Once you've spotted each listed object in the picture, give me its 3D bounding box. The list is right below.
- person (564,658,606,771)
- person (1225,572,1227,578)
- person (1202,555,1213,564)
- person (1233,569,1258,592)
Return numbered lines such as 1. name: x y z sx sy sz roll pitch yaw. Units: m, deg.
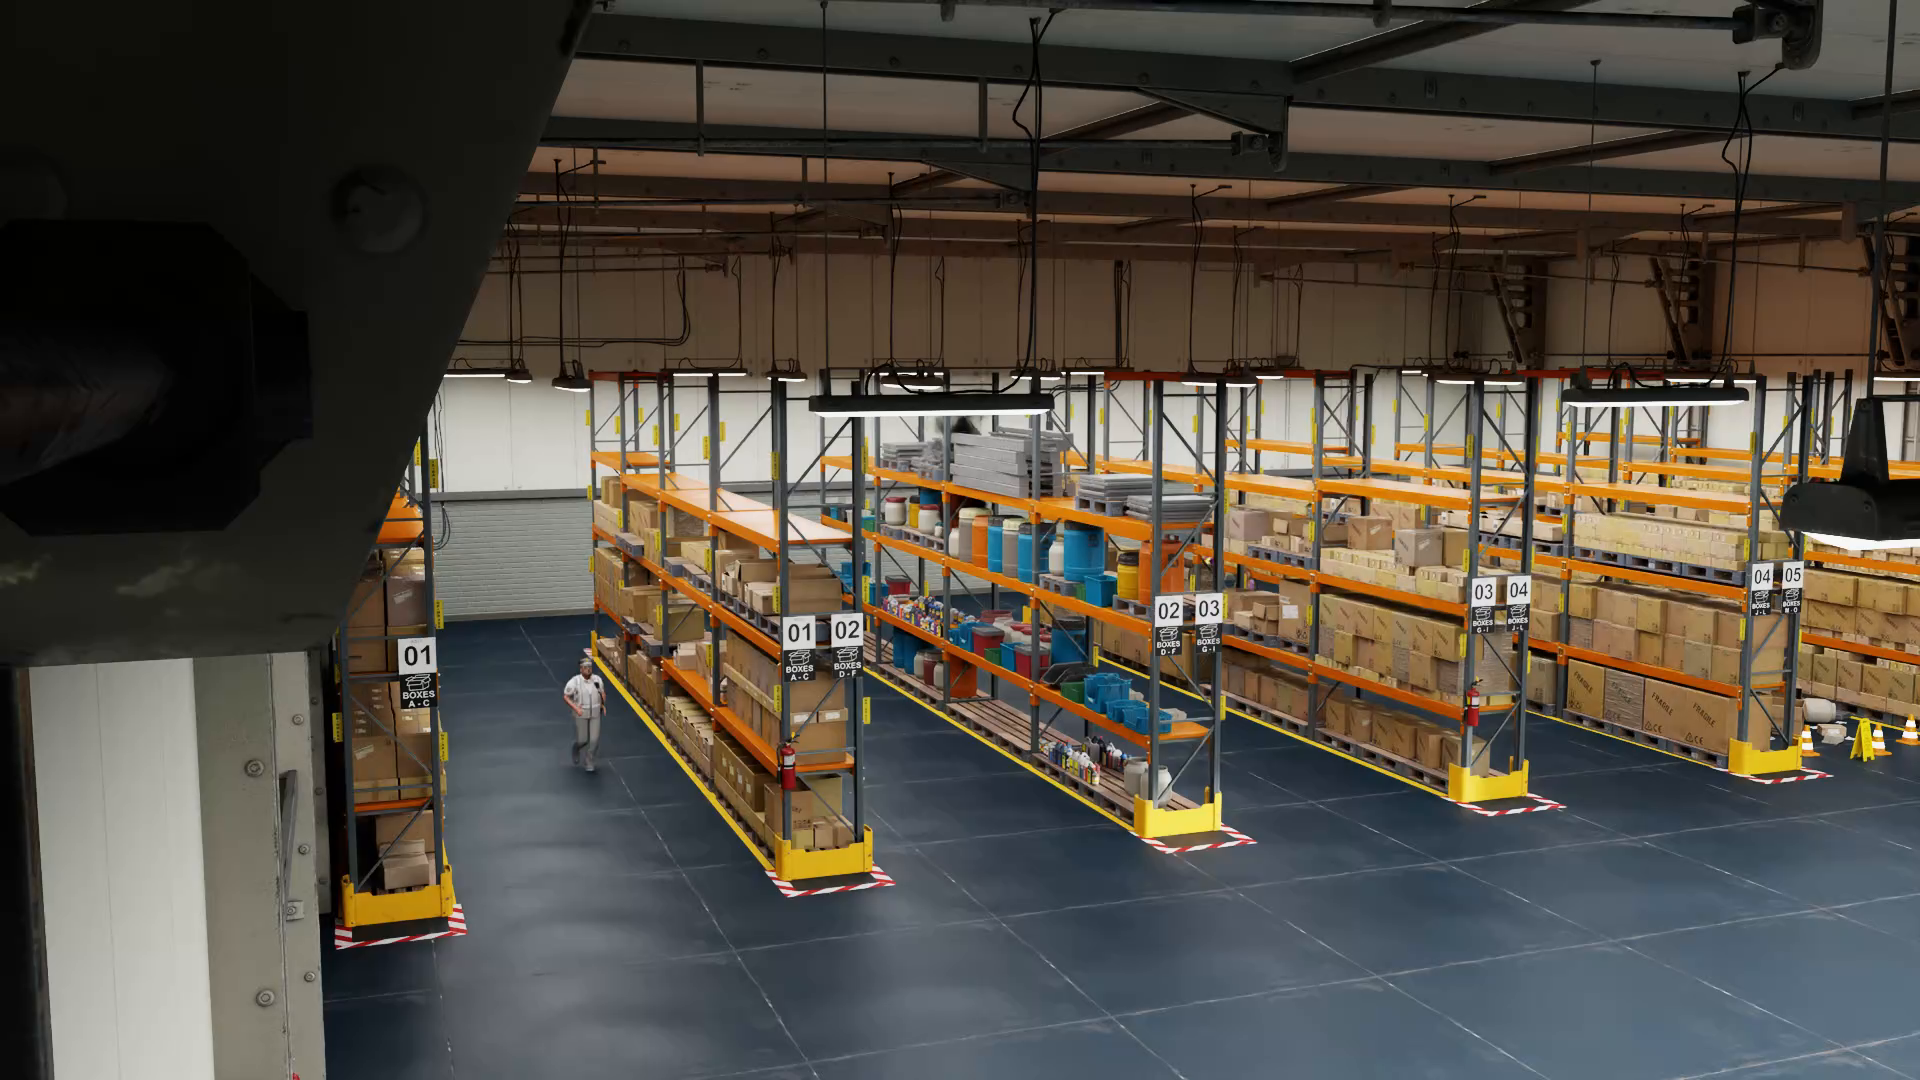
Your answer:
1. person: -5.702 2.641 25.367 0.649 1.732 0.595 -4 7 -31
2. person: 6.545 0.885 41.496 0.806 1.631 0.653 -1 6 -9
3. person: 6.075 0.889 41.072 0.604 1.734 0.702 -5 8 -40
4. person: 6.347 1.447 36.790 0.507 1.620 0.679 -2 7 -21
